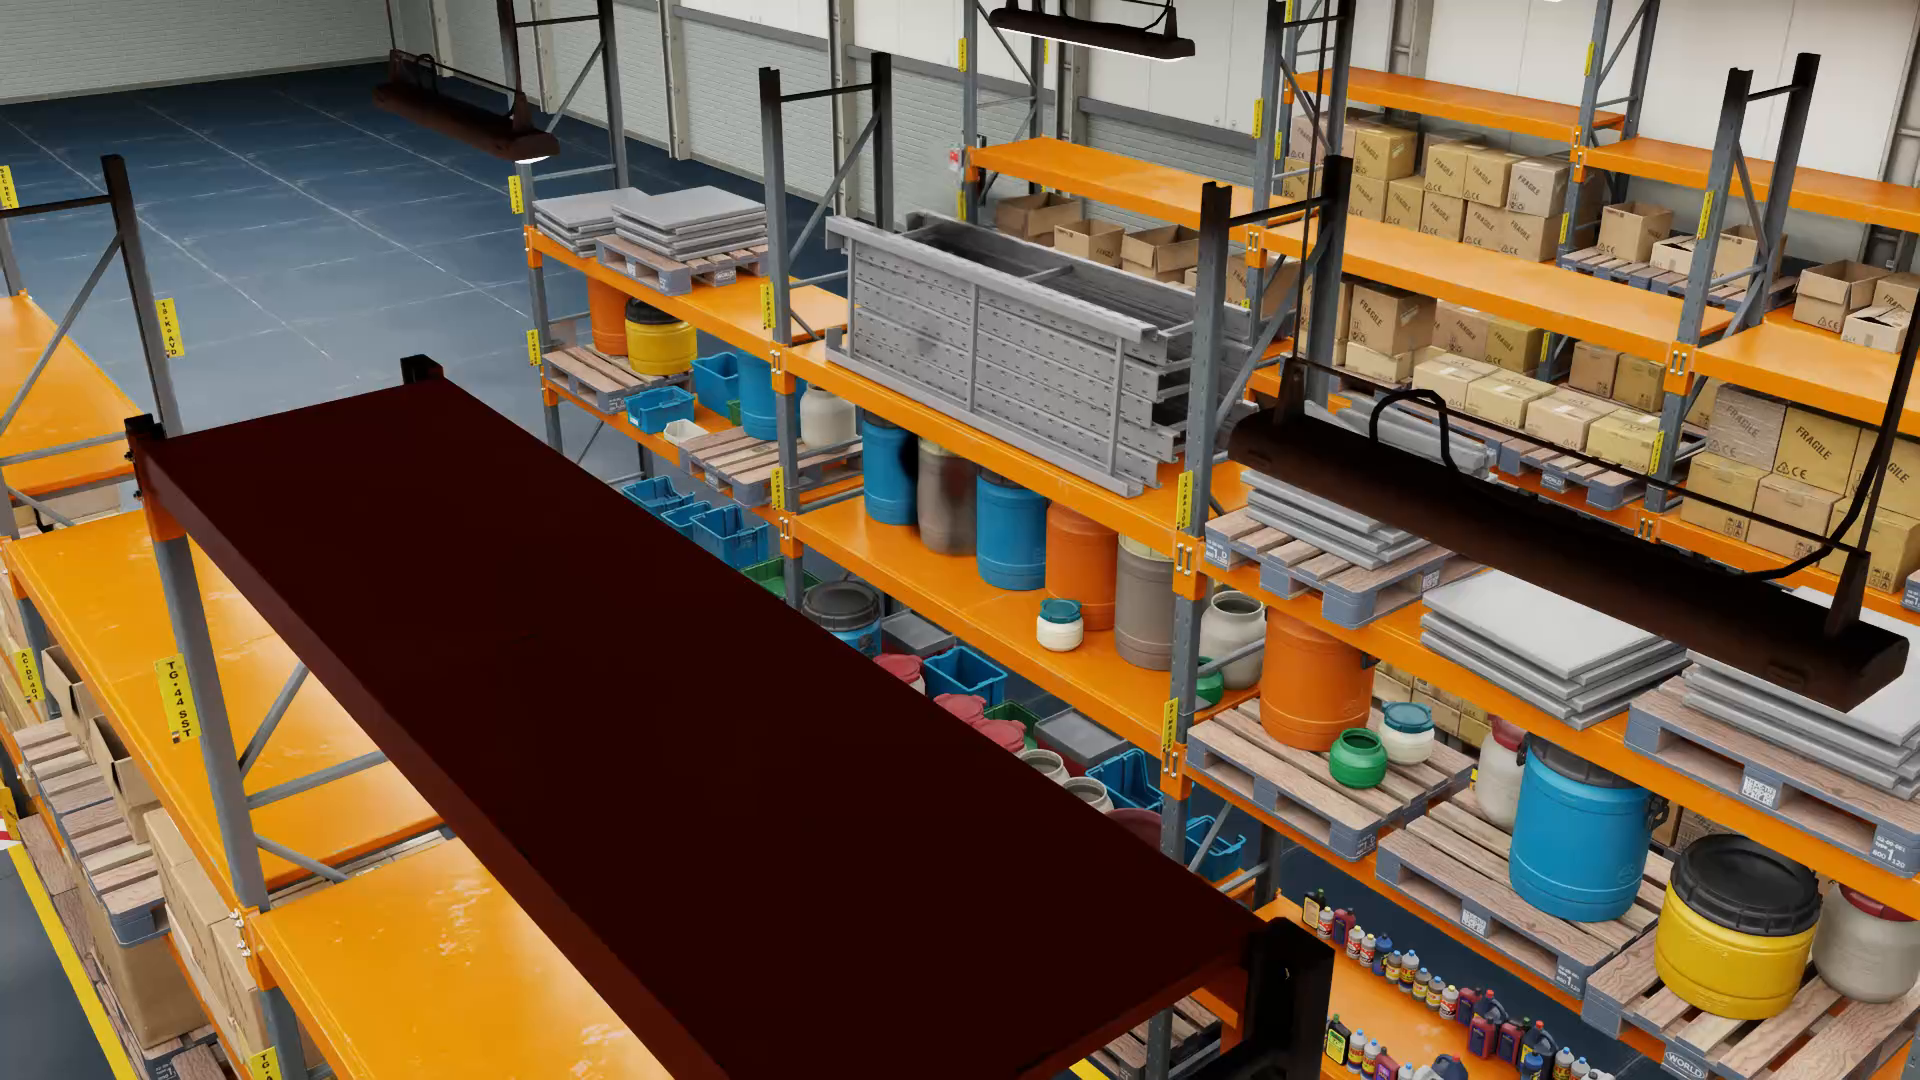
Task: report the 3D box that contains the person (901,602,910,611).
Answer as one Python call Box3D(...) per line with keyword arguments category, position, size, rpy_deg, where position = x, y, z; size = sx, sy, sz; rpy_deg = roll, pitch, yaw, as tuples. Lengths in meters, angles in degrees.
Box3D(category="person", position=(-0.462, 0.466, 15.452), size=(0.609, 1.621, 0.551), rpy_deg=(-16, 30, -29))
